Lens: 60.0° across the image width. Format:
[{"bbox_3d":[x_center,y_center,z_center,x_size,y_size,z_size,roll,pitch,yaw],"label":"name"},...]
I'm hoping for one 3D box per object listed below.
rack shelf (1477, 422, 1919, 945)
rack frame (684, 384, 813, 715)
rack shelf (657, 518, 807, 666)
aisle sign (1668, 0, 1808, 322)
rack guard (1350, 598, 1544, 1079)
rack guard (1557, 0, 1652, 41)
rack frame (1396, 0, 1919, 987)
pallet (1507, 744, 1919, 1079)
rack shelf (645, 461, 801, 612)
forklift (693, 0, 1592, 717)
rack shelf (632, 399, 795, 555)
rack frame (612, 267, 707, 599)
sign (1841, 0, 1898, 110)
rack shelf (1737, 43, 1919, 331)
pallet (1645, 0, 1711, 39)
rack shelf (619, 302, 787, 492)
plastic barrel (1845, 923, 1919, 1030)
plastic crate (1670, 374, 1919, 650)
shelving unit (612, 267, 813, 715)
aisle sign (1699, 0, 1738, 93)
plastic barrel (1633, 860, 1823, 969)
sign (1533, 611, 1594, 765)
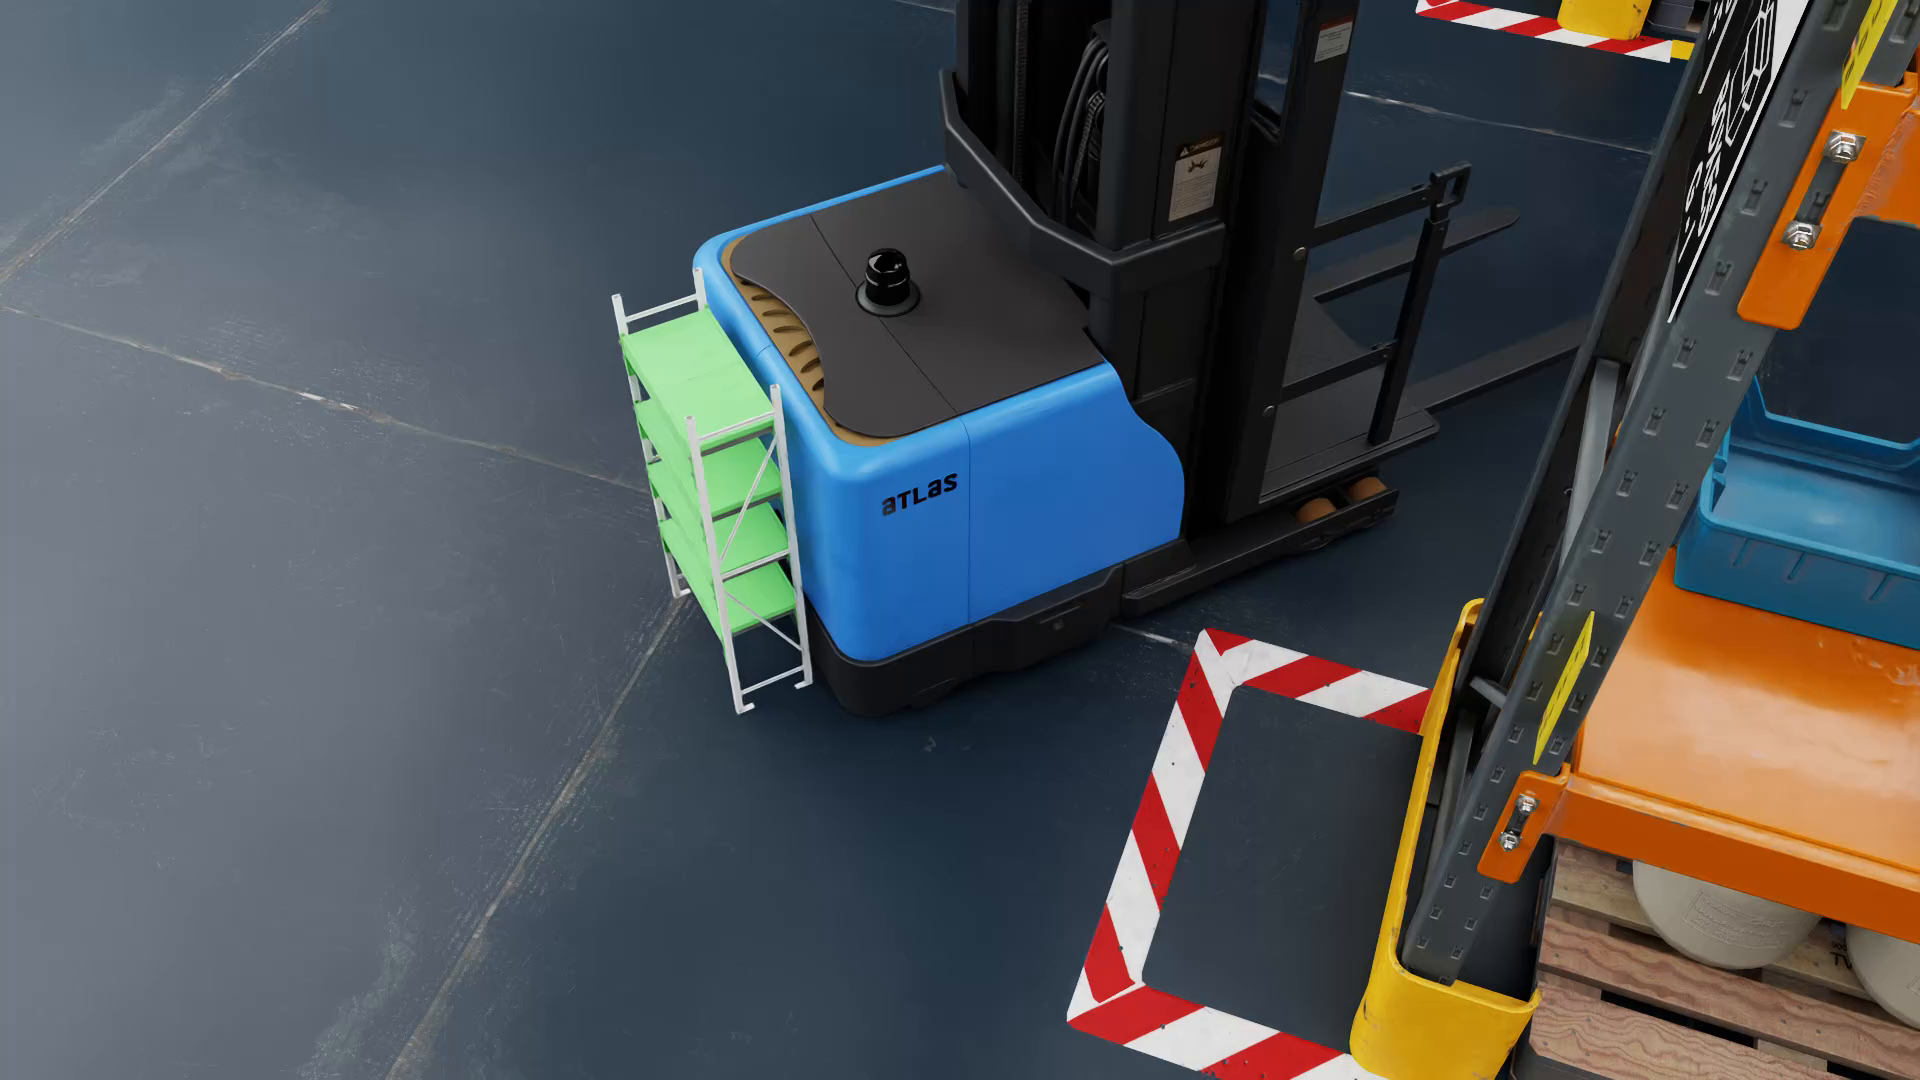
[{"bbox_3d":[3.107,0.719,3.118,4.000,0.370,1.077,16,51,13],"label":"rack shelf"},{"bbox_3d":[-0.540,0.065,4.400,0.240,1.200,0.015,-22,53,-18],"label":"rack frame"},{"bbox_3d":[-0.655,0.101,4.770,0.258,0.148,0.480,-22,53,-18],"label":"rack shelf"},{"bbox_3d":[1.062,-0.703,2.154,0.004,0.787,0.394,16,51,13],"label":"aisle sign"},{"bbox_3d":[1.318,0.765,4.256,0.348,0.500,1.175,16,51,13],"label":"rack guard"},{"bbox_3d":[2.928,-2.738,7.292,0.348,0.500,1.175,16,51,13],"label":"rack guard"},{"bbox_3d":[1.231,-0.040,3.300,0.127,3.000,1.000,16,51,13],"label":"rack frame"},{"bbox_3d":[2.079,1.076,4.177,1.213,0.211,1.003,16,51,13],"label":"pallet"},{"bbox_3d":[-0.655,-0.056,4.589,0.258,0.148,0.480,-22,53,-18],"label":"rack shelf"},{"bbox_3d":[0.802,-1.264,4.406,3.031,2.935,1.130,-22,52,-18],"label":"forklift"},{"bbox_3d":[-0.655,-0.213,4.408,0.258,0.148,0.480,-22,53,-18],"label":"rack shelf"},{"bbox_3d":[-0.770,-0.260,4.682,0.240,1.200,0.015,-22,53,-18],"label":"rack frame"},{"bbox_3d":[1.036,-0.636,1.826,0.005,0.325,0.100,16,51,13],"label":"sign"},{"bbox_3d":[3.107,-0.263,1.984,4.000,0.370,1.077,16,51,13],"label":"rack shelf"},{"bbox_3d":[3.683,-2.466,7.248,1.213,0.211,1.003,16,51,13],"label":"pallet"},{"bbox_3d":[-0.655,-0.370,4.226,0.258,0.148,0.480,-22,53,-18],"label":"rack shelf"},{"bbox_3d":[2.345,0.887,3.865,0.421,0.512,0.421,0,49,0],"label":"plastic barrel"},{"bbox_3d":[1.804,-0.072,3.426,0.616,0.251,0.499,16,51,13],"label":"plastic crate"},{"bbox_3d":[-0.655,-0.098,4.541,0.258,1.200,0.503,-22,53,-18],"label":"shelving unit"},{"bbox_3d":[1.266,-1.121,2.516,0.004,0.787,0.394,16,51,13],"label":"aisle sign"},{"bbox_3d":[1.875,0.756,3.979,0.421,0.512,0.421,0,49,0],"label":"plastic barrel"},{"bbox_3d":[1.036,0.258,2.858,0.005,0.325,0.100,16,51,13],"label":"sign"}]
